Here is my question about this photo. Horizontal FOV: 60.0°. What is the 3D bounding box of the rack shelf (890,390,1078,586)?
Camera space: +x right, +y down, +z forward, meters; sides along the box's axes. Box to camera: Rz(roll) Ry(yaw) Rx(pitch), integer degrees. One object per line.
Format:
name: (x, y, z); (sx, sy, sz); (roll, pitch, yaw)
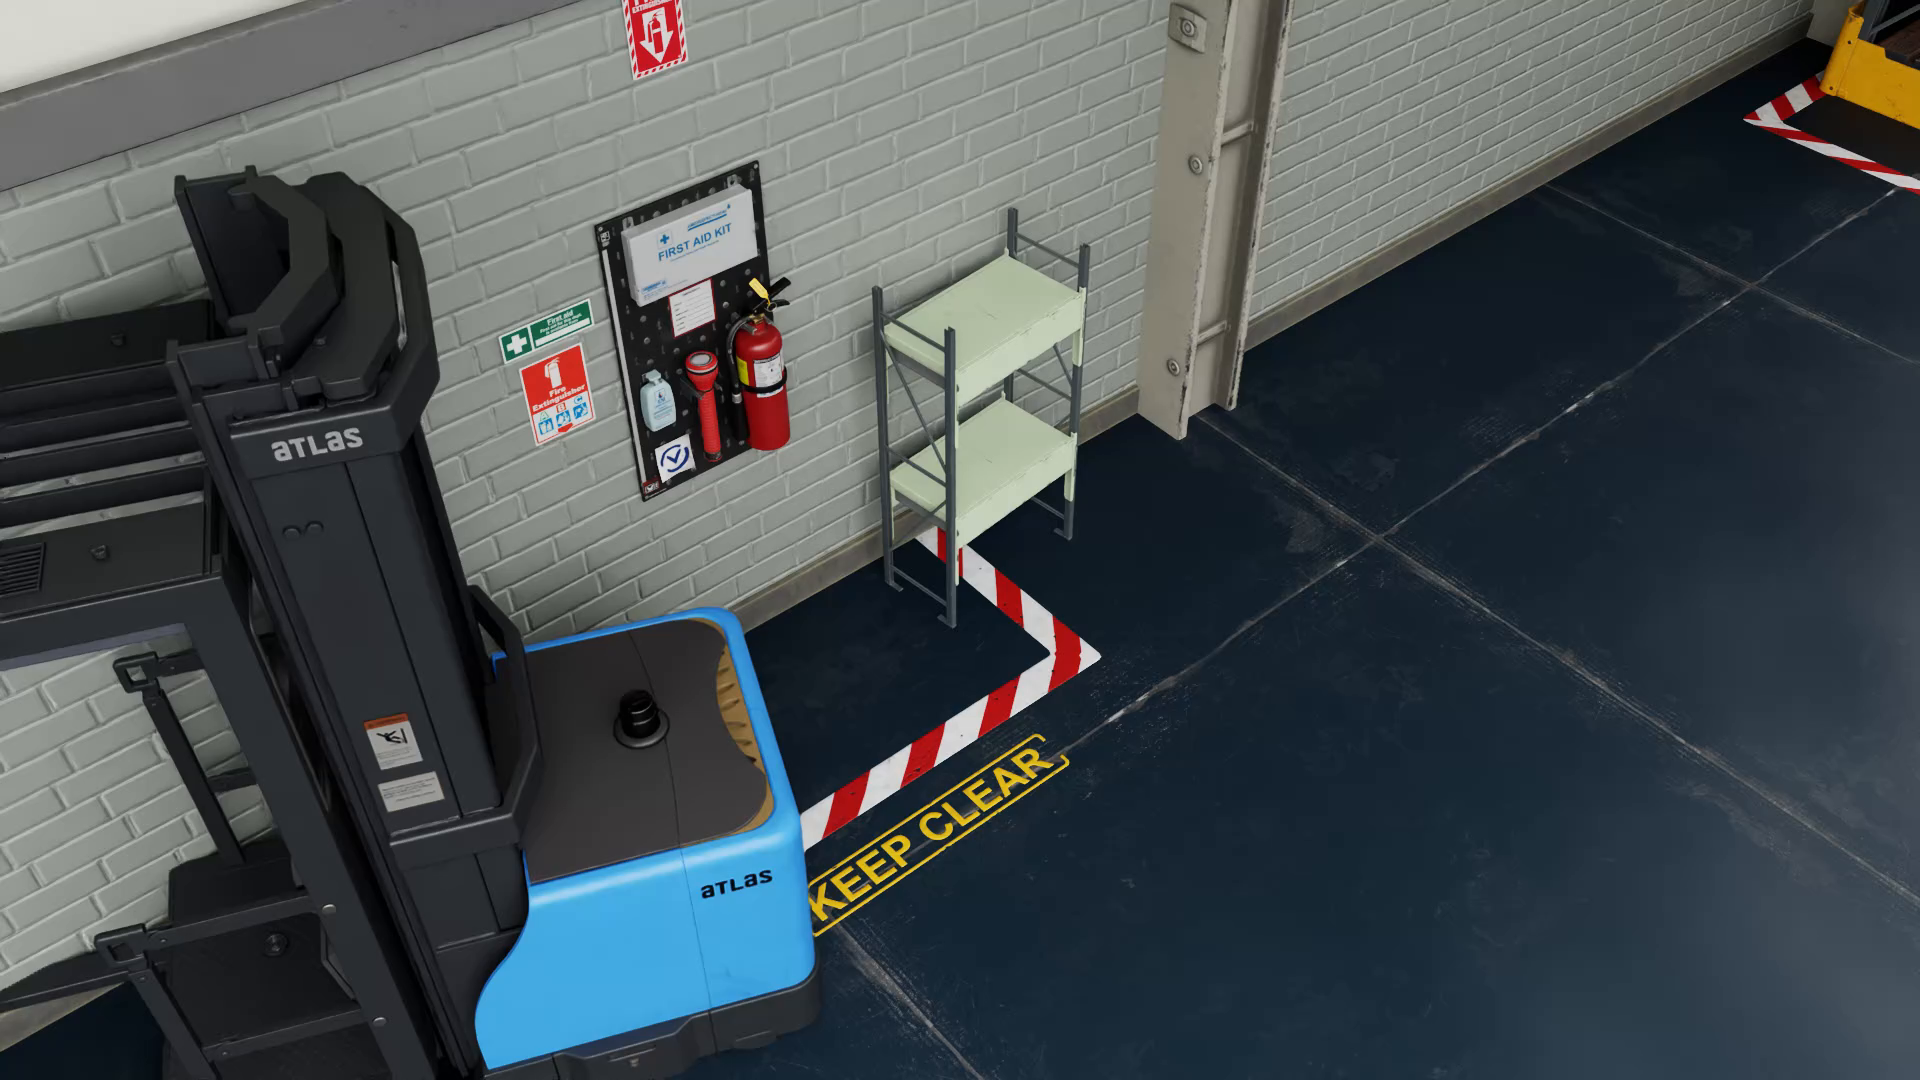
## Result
rack shelf: (0.085, -0.224, 6.869); (0.431, 0.370, 0.720); (33, 52, 30)

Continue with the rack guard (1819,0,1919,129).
rack guard: (5.749, -2.721, 9.782); (0.348, 0.500, 1.175); (-30, 51, -28)

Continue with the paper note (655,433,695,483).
paper note: (-1.030, -0.297, 6.019); (0.142, 0.148, 0.016); (-30, 51, -28)

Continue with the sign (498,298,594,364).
sign: (-1.331, -0.674, 5.364); (0.331, 0.109, 0.001); (-30, 51, -28)

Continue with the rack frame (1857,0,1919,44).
rack frame: (5.691, -3.599, 8.891); (0.127, 3.000, 1.000); (-30, 51, -28)

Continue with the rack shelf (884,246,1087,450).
rack shelf: (0.085, -0.746, 6.379); (0.431, 0.370, 0.720); (33, 52, 30)

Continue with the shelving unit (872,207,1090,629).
shelving unit: (0.085, -0.462, 6.646); (0.431, 1.500, 0.755); (33, 52, 30)

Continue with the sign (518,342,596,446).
sign: (-1.340, -0.484, 5.548); (0.234, 0.329, 0.001); (-30, 51, -28)

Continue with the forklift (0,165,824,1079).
forklift: (-2.027, 0.537, 4.537); (3.031, 2.935, 1.130); (-12, 45, -13)

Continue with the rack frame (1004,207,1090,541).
rack frame: (0.337, -0.643, 6.839); (0.400, 1.500, 0.023); (33, 52, 30)

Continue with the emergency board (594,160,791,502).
emergency board: (-0.850, -0.660, 5.761); (0.643, 1.169, 0.194); (-30, 51, -28)

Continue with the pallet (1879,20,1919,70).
pallet: (6.395, -2.954, 10.241); (1.213, 0.211, 1.003); (-30, 51, -28)

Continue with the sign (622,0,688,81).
sign: (-0.920, -1.553, 5.020); (0.199, 0.298, 0.001); (-30, 51, -28)

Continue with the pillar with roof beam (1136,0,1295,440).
pillar with roof beam: (3.832, -1.651, 2.435); (0.400, 9.000, 9.100); (-30, 51, -28)

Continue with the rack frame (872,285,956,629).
rack frame: (-0.168, -0.280, 6.453); (0.400, 1.500, 0.023); (33, 52, 30)

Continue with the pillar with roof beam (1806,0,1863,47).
pillar with roof beam: (8.435, -4.287, 5.241); (0.400, 9.000, 9.100); (-30, 51, -28)
